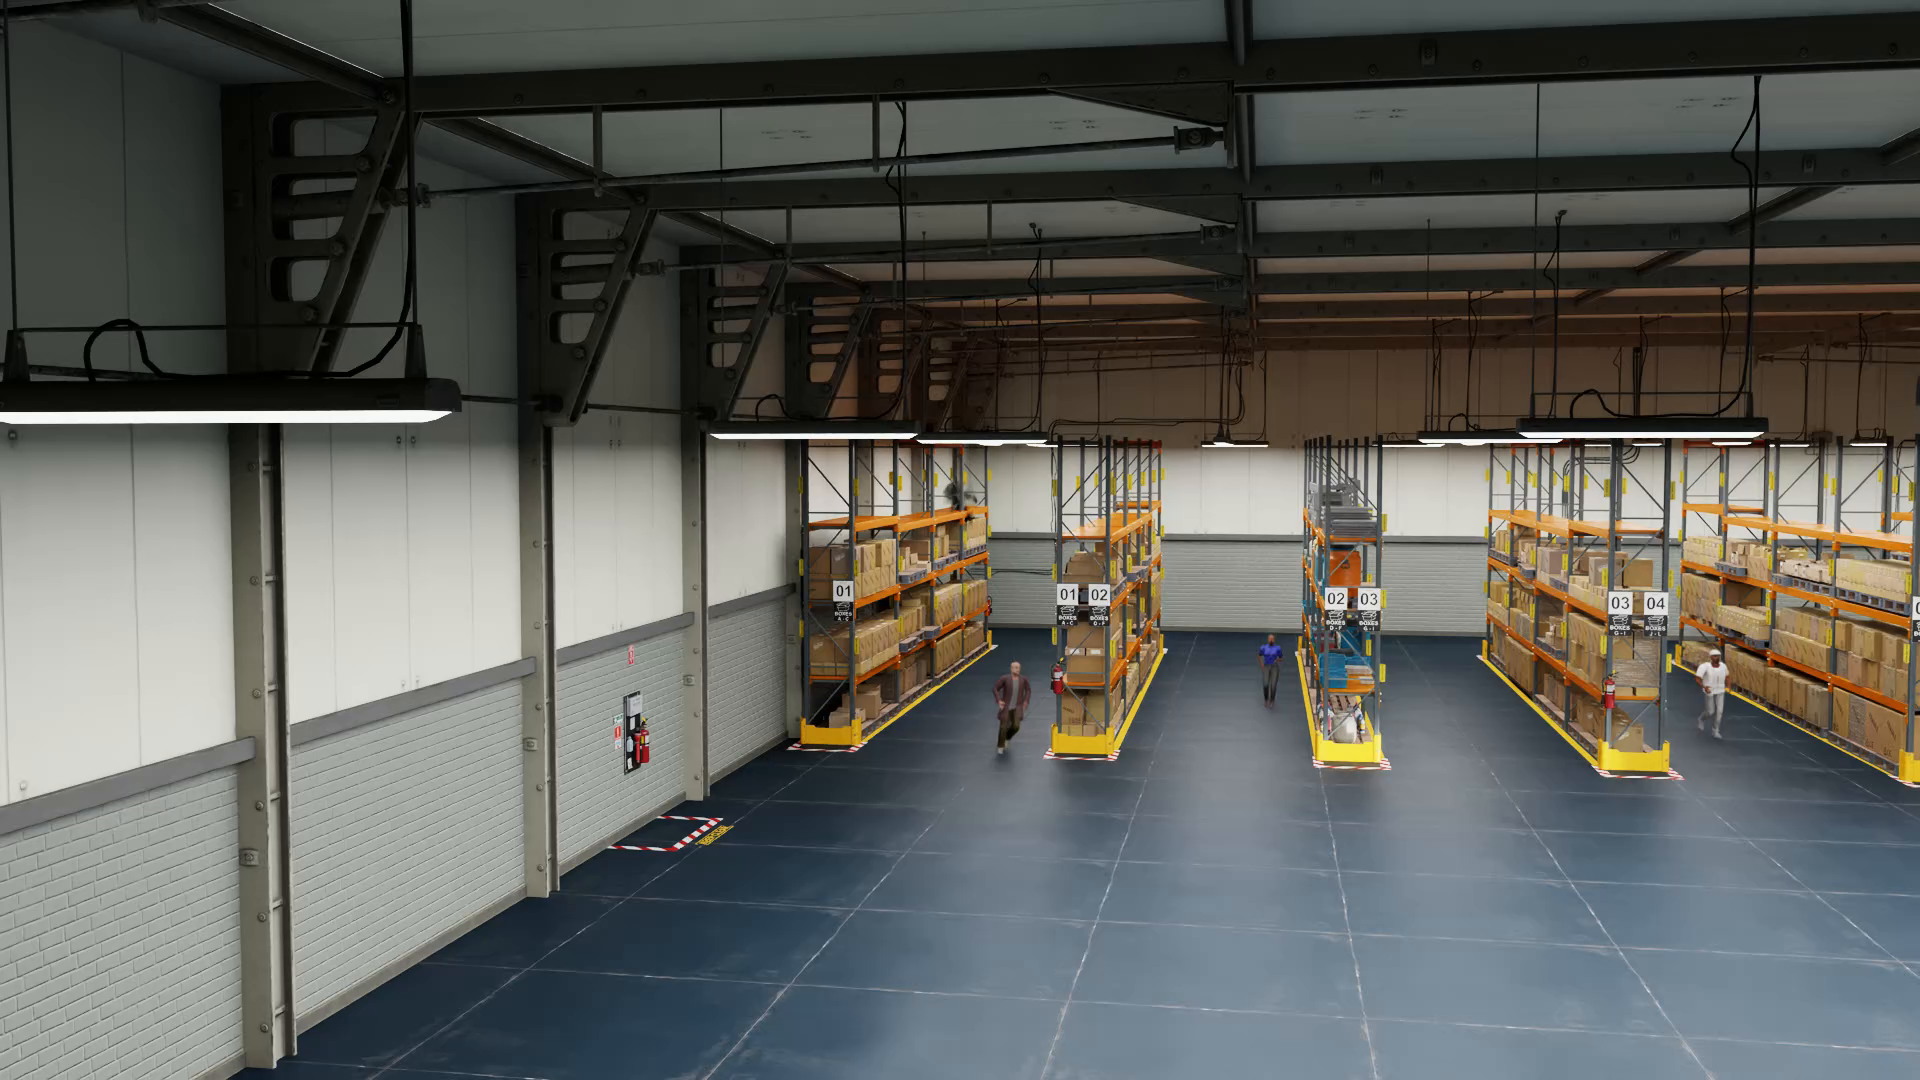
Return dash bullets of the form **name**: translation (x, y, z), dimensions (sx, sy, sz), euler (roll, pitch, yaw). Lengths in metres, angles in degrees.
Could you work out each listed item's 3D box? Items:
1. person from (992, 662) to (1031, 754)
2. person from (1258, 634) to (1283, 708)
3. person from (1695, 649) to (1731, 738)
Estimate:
- **person**: translation (0.994, 3.272, 31.459), dimensions (0.766, 1.525, 0.561), euler (0, 3, -9)
- **person**: translation (6.878, 2.914, 36.860), dimensions (0.558, 1.654, 0.626), euler (1, 3, 10)
- **person**: translation (15.095, 3.055, 33.324), dimensions (0.726, 1.754, 0.720), euler (0, 3, -1)
